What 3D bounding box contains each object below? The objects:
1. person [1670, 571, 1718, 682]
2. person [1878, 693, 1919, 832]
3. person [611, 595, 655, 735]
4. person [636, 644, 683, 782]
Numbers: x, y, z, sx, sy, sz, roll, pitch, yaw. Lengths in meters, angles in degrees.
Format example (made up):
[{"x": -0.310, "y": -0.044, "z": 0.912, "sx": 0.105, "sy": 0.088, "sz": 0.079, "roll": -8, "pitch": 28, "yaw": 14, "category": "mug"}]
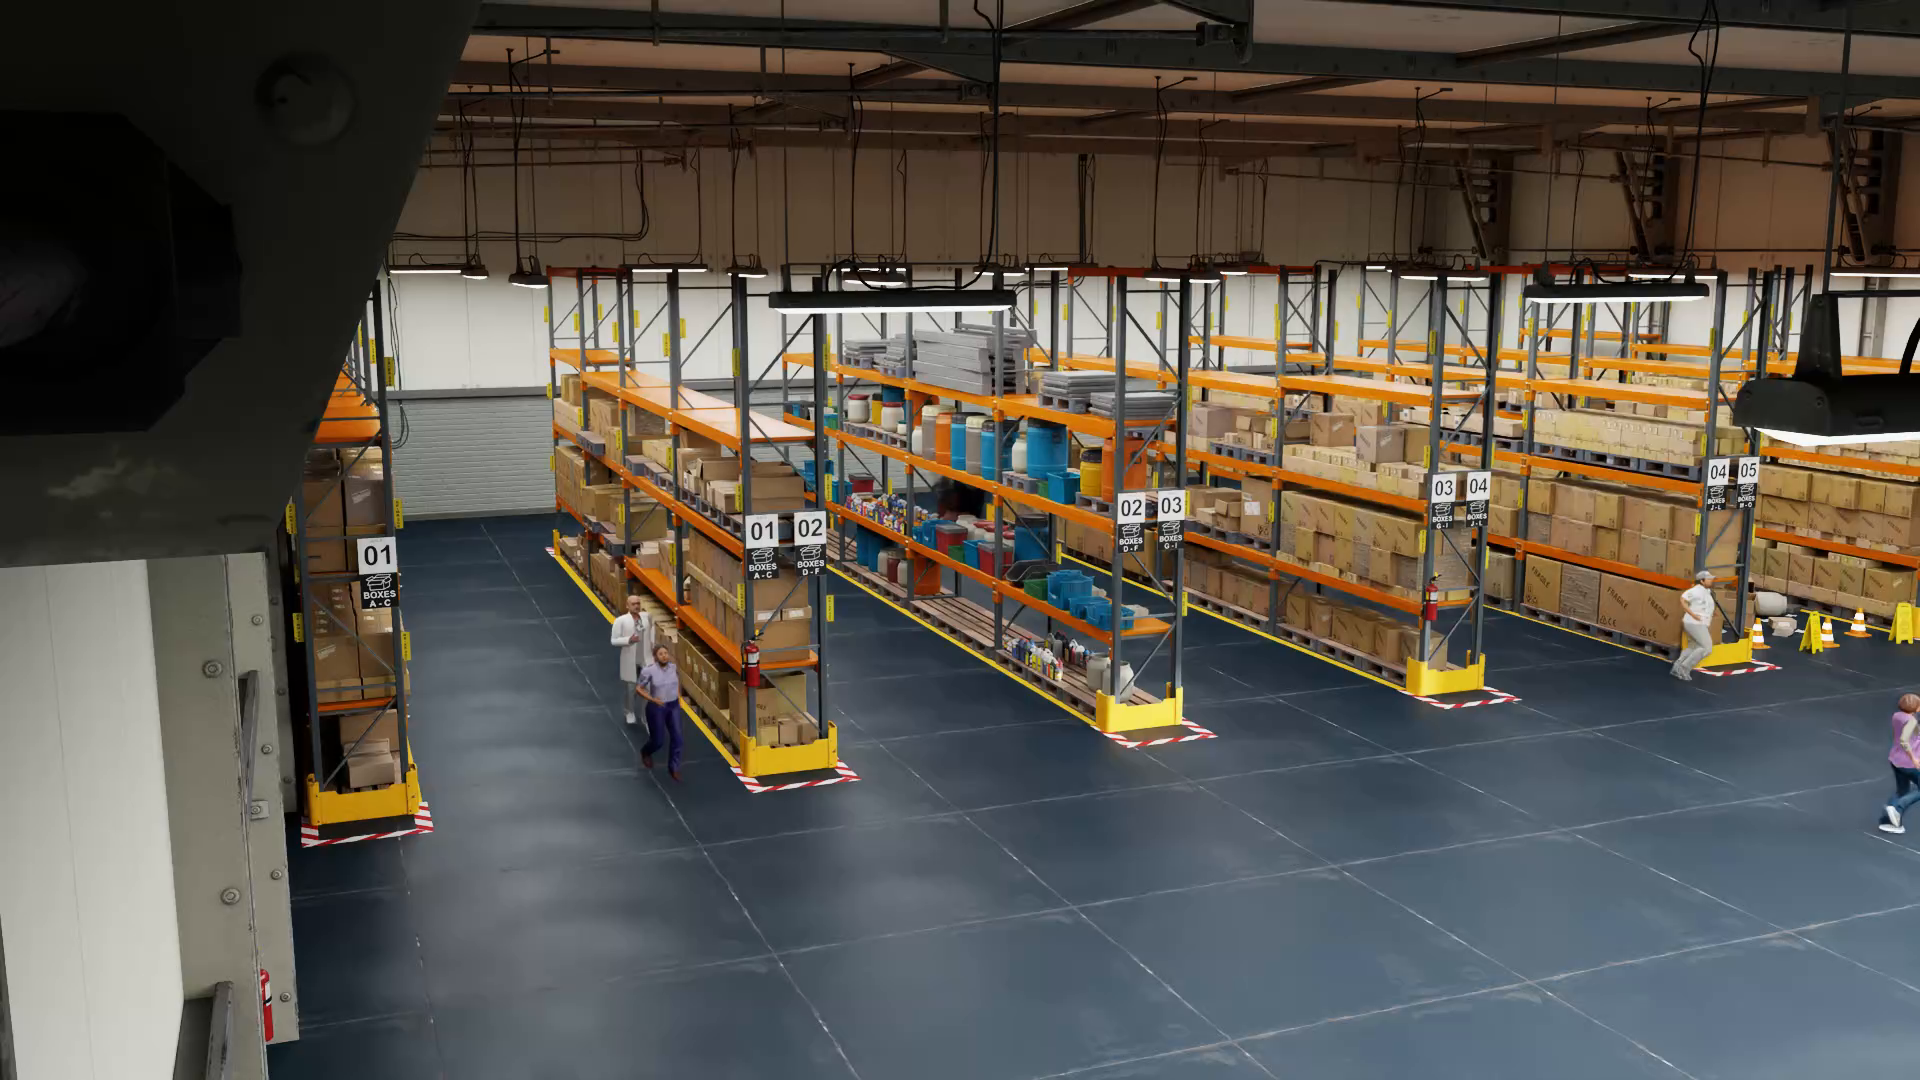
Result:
[{"x": 10.942, "y": 1.264, "z": 24.709, "sx": 0.589, "sy": 1.634, "sz": 0.596, "roll": 7, "pitch": 12, "yaw": 35, "category": "person"}, {"x": 10.374, "y": 2.439, "z": 18.152, "sx": 0.549, "sy": 1.559, "sz": 0.522, "roll": 0, "pitch": 10, "yaw": 0, "category": "person"}, {"x": -4.304, "y": 1.634, "z": 22.088, "sx": 0.681, "sy": 1.831, "sz": 0.832, "roll": -5, "pitch": 11, "yaw": -27, "category": "person"}, {"x": -3.617, "y": 2.074, "z": 20.151, "sx": 0.609, "sy": 1.656, "sz": 0.726, "roll": -7, "pitch": 12, "yaw": -34, "category": "person"}]
